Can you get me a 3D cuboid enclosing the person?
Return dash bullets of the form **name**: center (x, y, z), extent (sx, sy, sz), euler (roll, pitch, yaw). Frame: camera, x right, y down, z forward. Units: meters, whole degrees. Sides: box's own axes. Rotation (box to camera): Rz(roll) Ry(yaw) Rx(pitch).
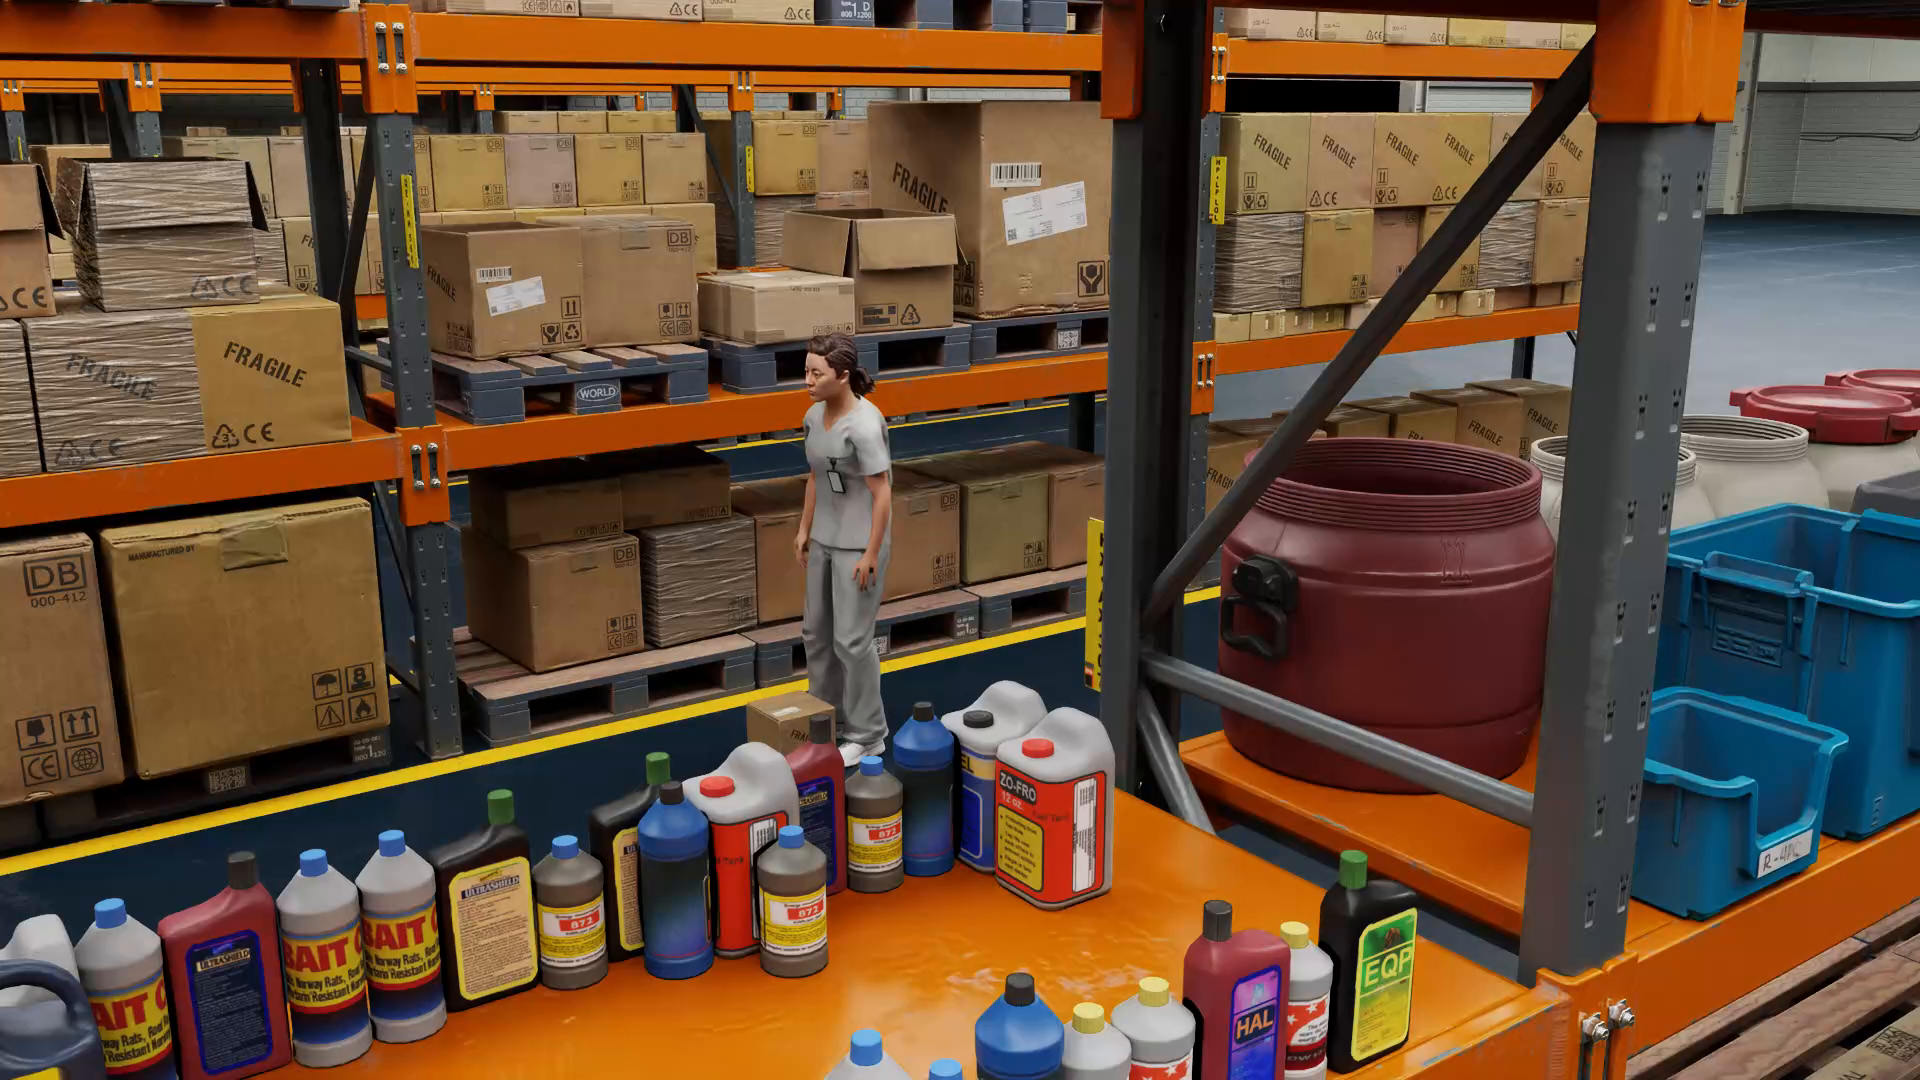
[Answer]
- **person**: center (-0.456, 0.031, 6.400), extent (0.354, 1.669, 0.513), euler (-11, 18, -37)
